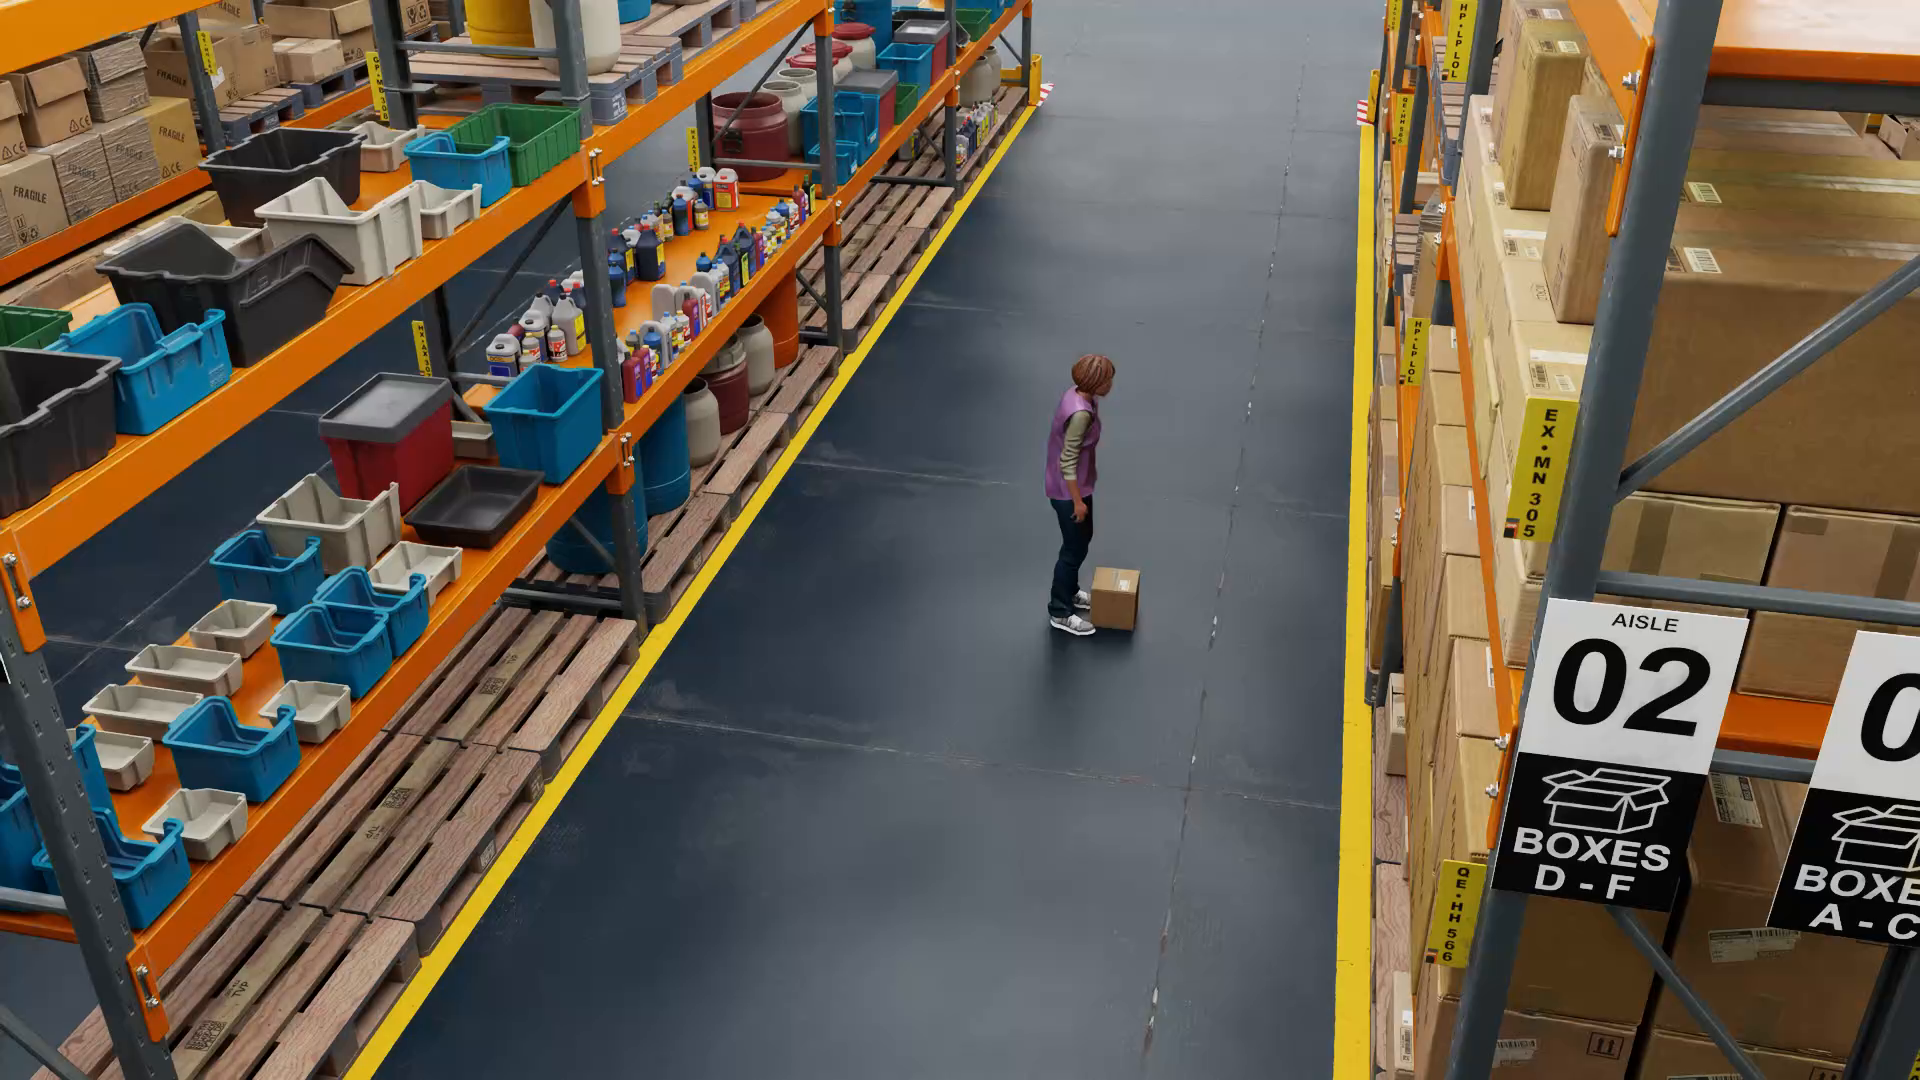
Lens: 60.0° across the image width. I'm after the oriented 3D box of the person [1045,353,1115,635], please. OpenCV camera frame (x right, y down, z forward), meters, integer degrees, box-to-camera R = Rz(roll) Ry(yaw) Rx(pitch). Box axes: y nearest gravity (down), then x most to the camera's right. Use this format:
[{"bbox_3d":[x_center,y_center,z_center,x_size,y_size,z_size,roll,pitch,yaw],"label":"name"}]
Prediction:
[{"bbox_3d":[0.641,-0.275,9.110,0.348,1.592,0.476,5,30,9],"label":"person"}]
